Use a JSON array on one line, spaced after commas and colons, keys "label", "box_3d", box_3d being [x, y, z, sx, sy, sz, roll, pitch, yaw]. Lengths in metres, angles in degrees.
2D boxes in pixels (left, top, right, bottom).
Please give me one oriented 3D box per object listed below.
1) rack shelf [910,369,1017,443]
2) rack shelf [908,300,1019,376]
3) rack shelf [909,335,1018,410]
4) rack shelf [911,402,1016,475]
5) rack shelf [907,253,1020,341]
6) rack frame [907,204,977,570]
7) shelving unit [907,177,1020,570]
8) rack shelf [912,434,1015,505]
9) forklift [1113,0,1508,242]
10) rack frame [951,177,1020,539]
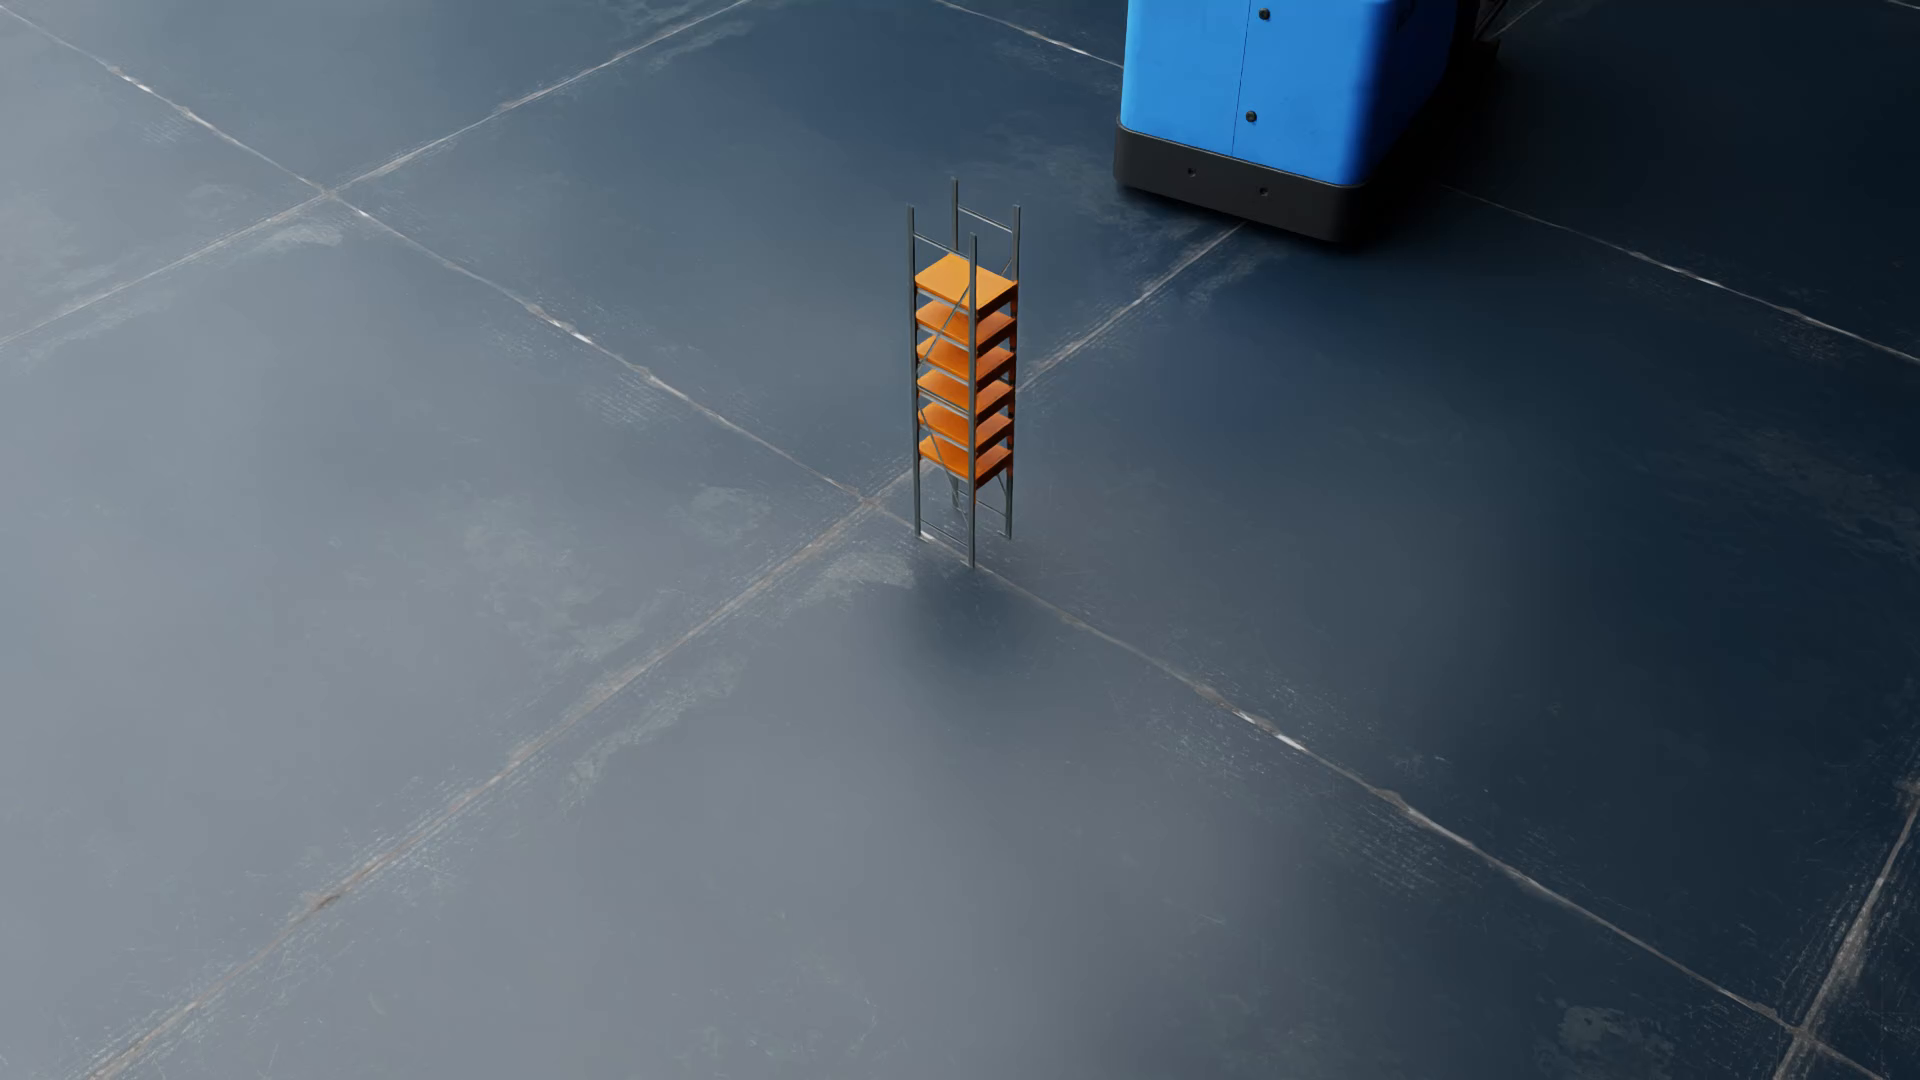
[{"label": "rack shelf", "box_3d": [0.009, -0.419, 4.884, 0.258, 0.103, 0.180, 29, 50, 28]}, {"label": "rack shelf", "box_3d": [0.009, -0.596, 4.723, 0.258, 0.103, 0.180, 29, 50, 28]}, {"label": "rack shelf", "box_3d": [0.009, -0.507, 4.804, 0.258, 0.103, 0.180, 29, 50, 28]}, {"label": "rack shelf", "box_3d": [0.009, -0.330, 4.965, 0.258, 0.103, 0.180, 29, 50, 28]}, {"label": "rack shelf", "box_3d": [0.009, -0.685, 4.642, 0.258, 0.103, 0.180, 29, 50, 28]}, {"label": "rack frame", "box_3d": [-0.050, -0.404, 4.803, 0.240, 1.200, 0.006, 29, 50, 28]}, {"label": "shelving unit", "box_3d": [0.009, -0.451, 4.855, 0.258, 1.200, 0.189, 29, 50, 28]}, {"label": "rack shelf", "box_3d": [0.009, -0.241, 5.046, 0.258, 0.103, 0.180, 29, 50, 28]}, {"label": "forklift", "box_3d": [1.787, -3.211, 6.602, 1.130, 2.935, 3.031, 21, 46, 21]}, {"label": "rack frame", "box_3d": [0.068, -0.498, 4.906, 0.240, 1.200, 0.006, 29, 50, 28]}]
